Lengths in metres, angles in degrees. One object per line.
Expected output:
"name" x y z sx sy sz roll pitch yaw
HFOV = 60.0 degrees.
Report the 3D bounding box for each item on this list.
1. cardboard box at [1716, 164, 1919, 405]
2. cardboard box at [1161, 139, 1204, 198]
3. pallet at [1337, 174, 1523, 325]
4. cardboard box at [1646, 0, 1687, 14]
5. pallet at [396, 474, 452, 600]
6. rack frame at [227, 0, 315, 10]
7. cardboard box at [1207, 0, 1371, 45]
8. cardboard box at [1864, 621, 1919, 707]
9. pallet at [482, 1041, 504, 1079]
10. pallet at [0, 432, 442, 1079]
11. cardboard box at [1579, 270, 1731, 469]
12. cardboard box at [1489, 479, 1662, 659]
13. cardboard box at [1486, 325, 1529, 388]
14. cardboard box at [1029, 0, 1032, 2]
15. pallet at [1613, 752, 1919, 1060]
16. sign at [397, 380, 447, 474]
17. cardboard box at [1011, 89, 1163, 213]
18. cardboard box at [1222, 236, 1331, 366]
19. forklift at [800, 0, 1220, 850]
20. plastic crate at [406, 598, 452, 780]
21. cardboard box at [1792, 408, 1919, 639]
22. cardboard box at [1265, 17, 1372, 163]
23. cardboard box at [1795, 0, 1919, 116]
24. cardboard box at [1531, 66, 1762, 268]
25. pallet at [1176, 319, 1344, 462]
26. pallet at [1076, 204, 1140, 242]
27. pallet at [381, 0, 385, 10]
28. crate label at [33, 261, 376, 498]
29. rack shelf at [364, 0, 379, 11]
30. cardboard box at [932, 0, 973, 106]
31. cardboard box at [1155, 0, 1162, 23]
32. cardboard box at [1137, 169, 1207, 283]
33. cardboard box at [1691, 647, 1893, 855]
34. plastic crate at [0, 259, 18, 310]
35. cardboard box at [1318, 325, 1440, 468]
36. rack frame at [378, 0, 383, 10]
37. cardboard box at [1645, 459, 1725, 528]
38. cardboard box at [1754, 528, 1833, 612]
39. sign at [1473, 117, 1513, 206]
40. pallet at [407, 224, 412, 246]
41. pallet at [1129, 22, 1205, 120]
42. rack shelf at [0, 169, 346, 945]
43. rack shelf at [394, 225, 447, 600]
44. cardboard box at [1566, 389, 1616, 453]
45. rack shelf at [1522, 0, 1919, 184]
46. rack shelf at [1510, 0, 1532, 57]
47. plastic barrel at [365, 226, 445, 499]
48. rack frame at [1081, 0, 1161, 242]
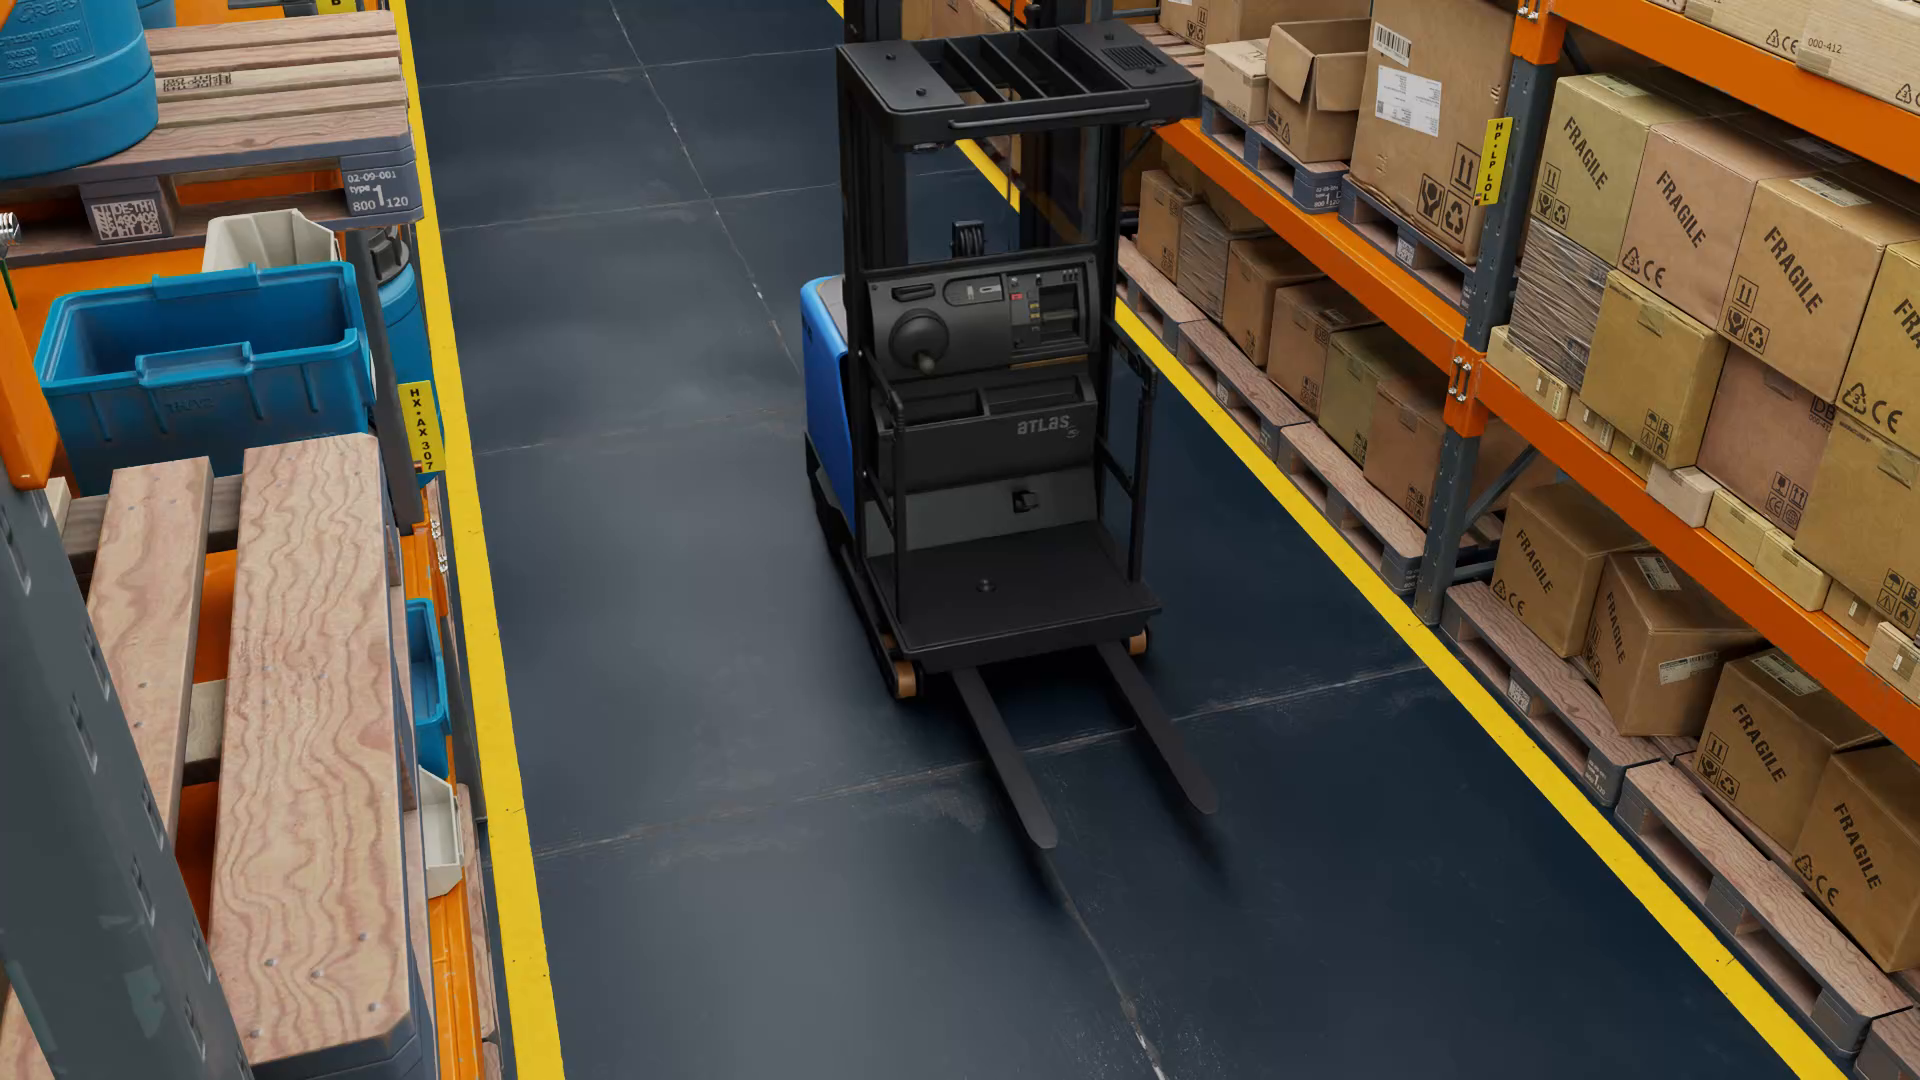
"cardboard box" 2.671 -0.769 4.925 0.500 0.500 0.500 -10 35 -15
"cardboard box" 1.483 -2.196 9.541 0.500 0.250 0.500 -9 34 -13
"pallet" 2.376 -1.335 7.224 1.003 0.211 1.213 -10 35 -15
"cardboard box" 2.364 -1.899 5.318 0.500 0.250 0.500 -11 35 -17
"pallet" -2.899 -0.041 7.620 1.003 0.211 1.213 -10 35 -15
"rack frame" -2.247 -2.660 3.612 1.000 3.000 0.127 -10 35 -15
"cardboard box" 1.718 -2.753 8.725 0.700 0.500 0.500 -5 34 -8
"cardboard box" 2.849 0.331 4.757 0.380 0.149 0.250 -10 35 -15
"pallet" -1.706 2.008 4.520 1.003 0.211 1.213 -10 35 -15
"pallet" -1.186 0.320 1.995 1.003 0.211 1.213 -10 35 -15
"cardboard box" 2.668 -0.640 5.638 0.875 0.500 0.500 -10 35 -15
"cardboard box" 2.554 0.095 6.772 0.500 0.500 0.500 -11 35 -16
"cardboard box" 2.249 -0.721 6.349 0.380 0.149 0.250 -10 35 -15
"cardboard box" 0.717 -3.612 10.404 0.500 0.500 0.500 -10 35 -15
"pallet" 3.085 1.162 5.800 1.003 0.211 1.213 -10 35 -15
"sign" -1.719 -0.359 5.321 0.100 0.325 0.005 -10 35 -15
"cardboard box" 1.059 -2.744 10.728 1.225 0.875 0.875 -12 35 -17
"cardboard box" 1.834 -1.296 8.859 0.700 0.500 0.500 -7 34 -11
"forklift" 0.166 -0.822 6.335 1.130 2.935 3.031 -9 35 -14
"plastic crate" -1.650 0.441 4.497 0.499 0.251 0.616 -10 35 -15
"cardboard box" 3.029 -0.125 4.858 0.875 0.500 0.500 -10 35 -15
"cardboard box" 1.853 -2.102 7.736 0.797 0.503 0.637 -7 34 -10
"cardboard box" 2.671 -1.359 4.502 0.500 0.250 0.500 -11 35 -17
"cardboard box" 2.365 -1.293 5.719 0.500 0.500 0.500 -10 35 -15
"pallet" 1.856 -0.876 8.885 1.003 0.211 1.213 -10 35 -15
"pallet" 1.081 -2.353 11.119 1.003 0.211 1.213 -10 35 -15
"pallet" -5.692 -4.854 14.904 1.003 0.211 1.213 -10 35 -15
"crate label" -1.283 -0.284 2.873 0.502 0.251 0.408 -10 35 -15
"rack shelf" -4.077 -3.007 10.232 1.077 0.370 4.000 -10 35 -15
"cardboard box" 0.518 -3.677 12.140 1.225 0.875 0.875 -11 35 -16
"cardboard box" 1.361 -3.432 10.133 0.500 0.500 0.500 -9 35 -13
"cardboard box" 1.474 -1.882 9.745 0.700 0.500 0.500 -12 35 -17
"cardboard box" 3.000 0.707 5.846 0.500 0.500 0.500 -13 36 -19
"plastic crate" -2.025 -0.445 3.175 0.336 0.188 0.450 -10 35 -15
"cardboard box" 2.176 -0.710 7.972 0.700 0.500 0.500 -10 35 -15
"rack frame" -4.687 -4.357 11.623 1.000 3.000 0.127 -10 35 -15
"cardboard box" 2.538 -0.193 5.550 0.380 0.149 0.250 -10 35 -15
"cardboard box" 2.720 0.064 5.160 0.380 0.149 0.250 -10 35 -15
"sign" 1.943 -1.377 6.063 0.100 0.325 0.005 -10 35 -15
"pallet" -4.115 -2.140 10.797 1.003 0.211 1.213 -10 35 -15
"pallet" 1.569 -2.653 9.219 1.213 0.211 1.003 -10 35 -15
"rack shelf" -1.637 -0.058 3.048 1.077 0.370 4.000 -10 35 -15
"rack shelf" -2.857 -0.907 7.054 1.077 0.370 4.000 -10 35 -15
"cardboard box" 2.416 -0.461 5.955 0.380 0.149 0.250 -10 35 -15
"rack shelf" 3.080 -0.891 4.309 1.077 0.370 4.000 -10 35 -15
"rack shelf" 1.860 -2.991 7.487 1.077 0.370 4.000 -10 35 -15
"plastic barrel" -2.076 -0.620 5.512 0.600 0.901 0.708 -10 35 -15
"rack frame" 1.250 -3.090 9.705 1.000 3.000 0.127 -10 35 -15
